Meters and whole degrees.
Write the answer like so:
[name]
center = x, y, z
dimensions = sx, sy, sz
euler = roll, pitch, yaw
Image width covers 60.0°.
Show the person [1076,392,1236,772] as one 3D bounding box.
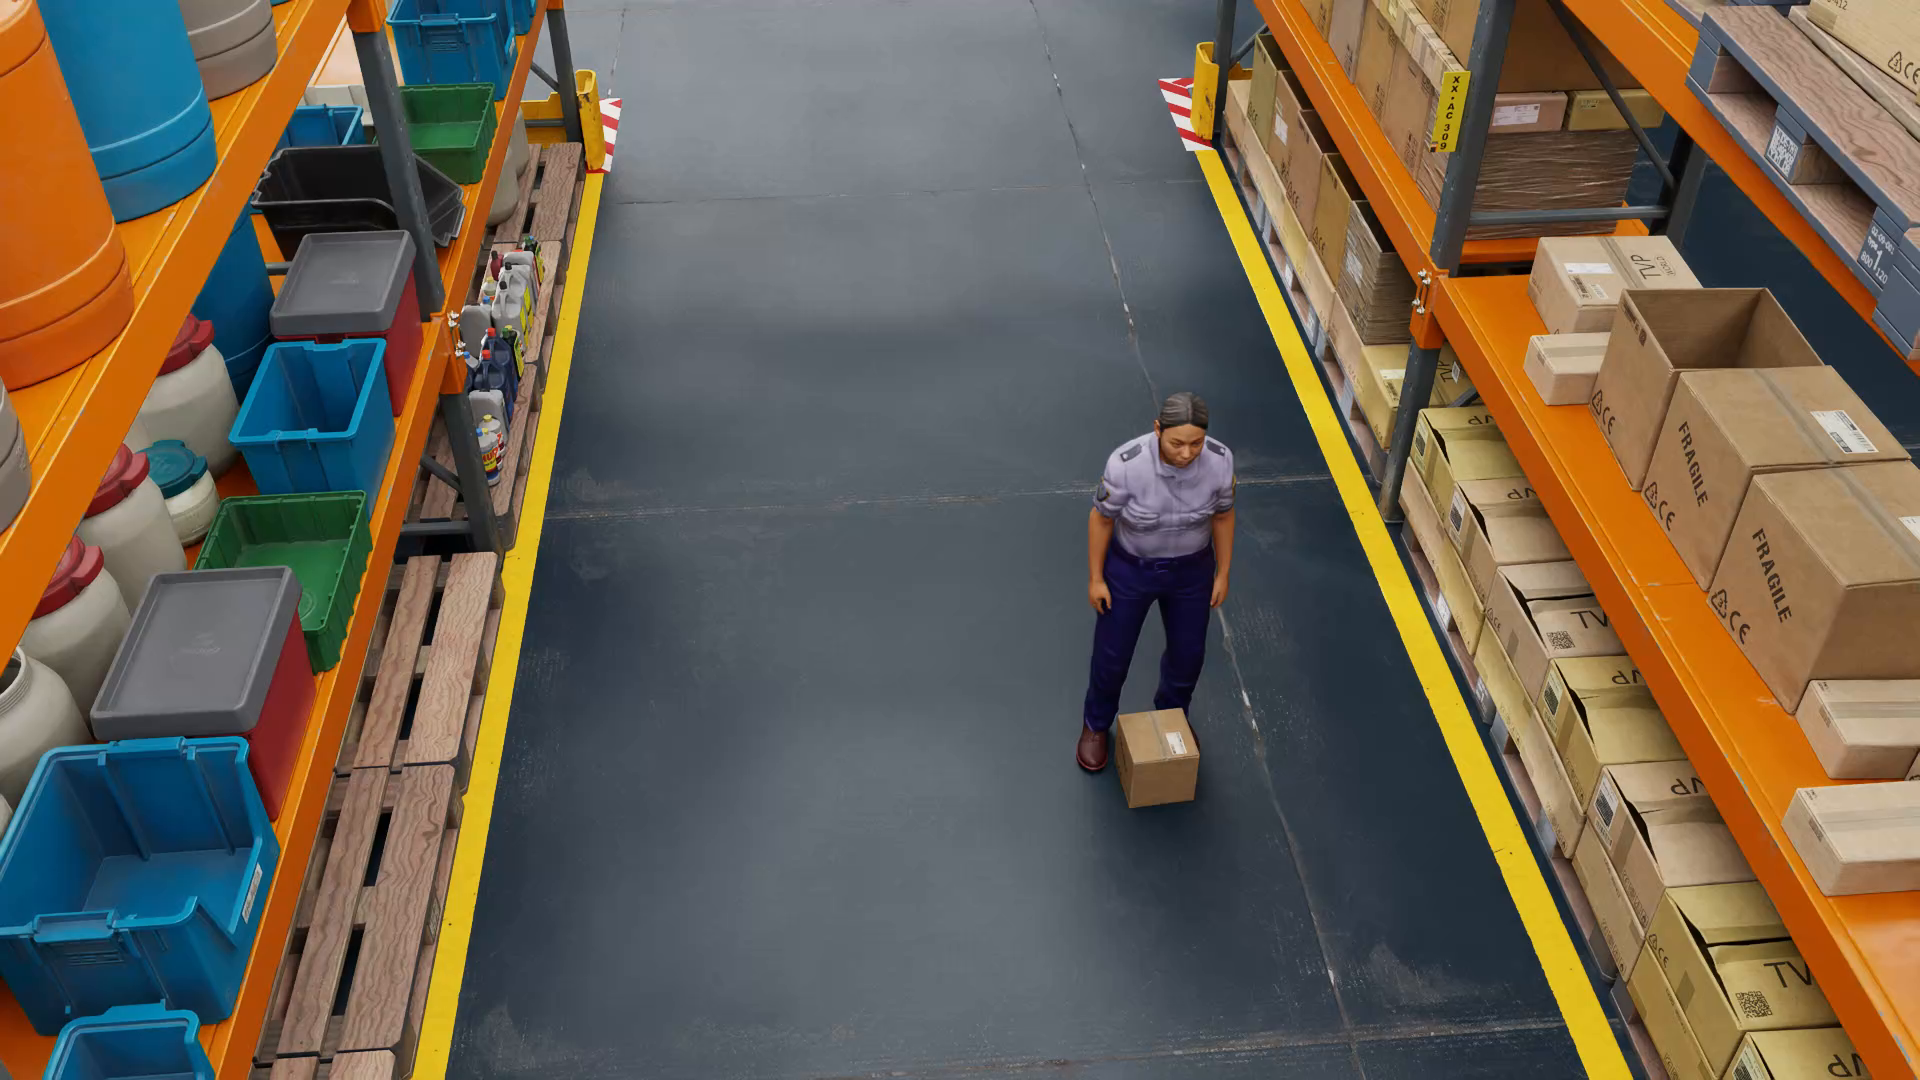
[person]
center = 0.710, 0.135, 6.007
dimensions = 0.538, 1.638, 0.371
euler = -3, 39, -4
